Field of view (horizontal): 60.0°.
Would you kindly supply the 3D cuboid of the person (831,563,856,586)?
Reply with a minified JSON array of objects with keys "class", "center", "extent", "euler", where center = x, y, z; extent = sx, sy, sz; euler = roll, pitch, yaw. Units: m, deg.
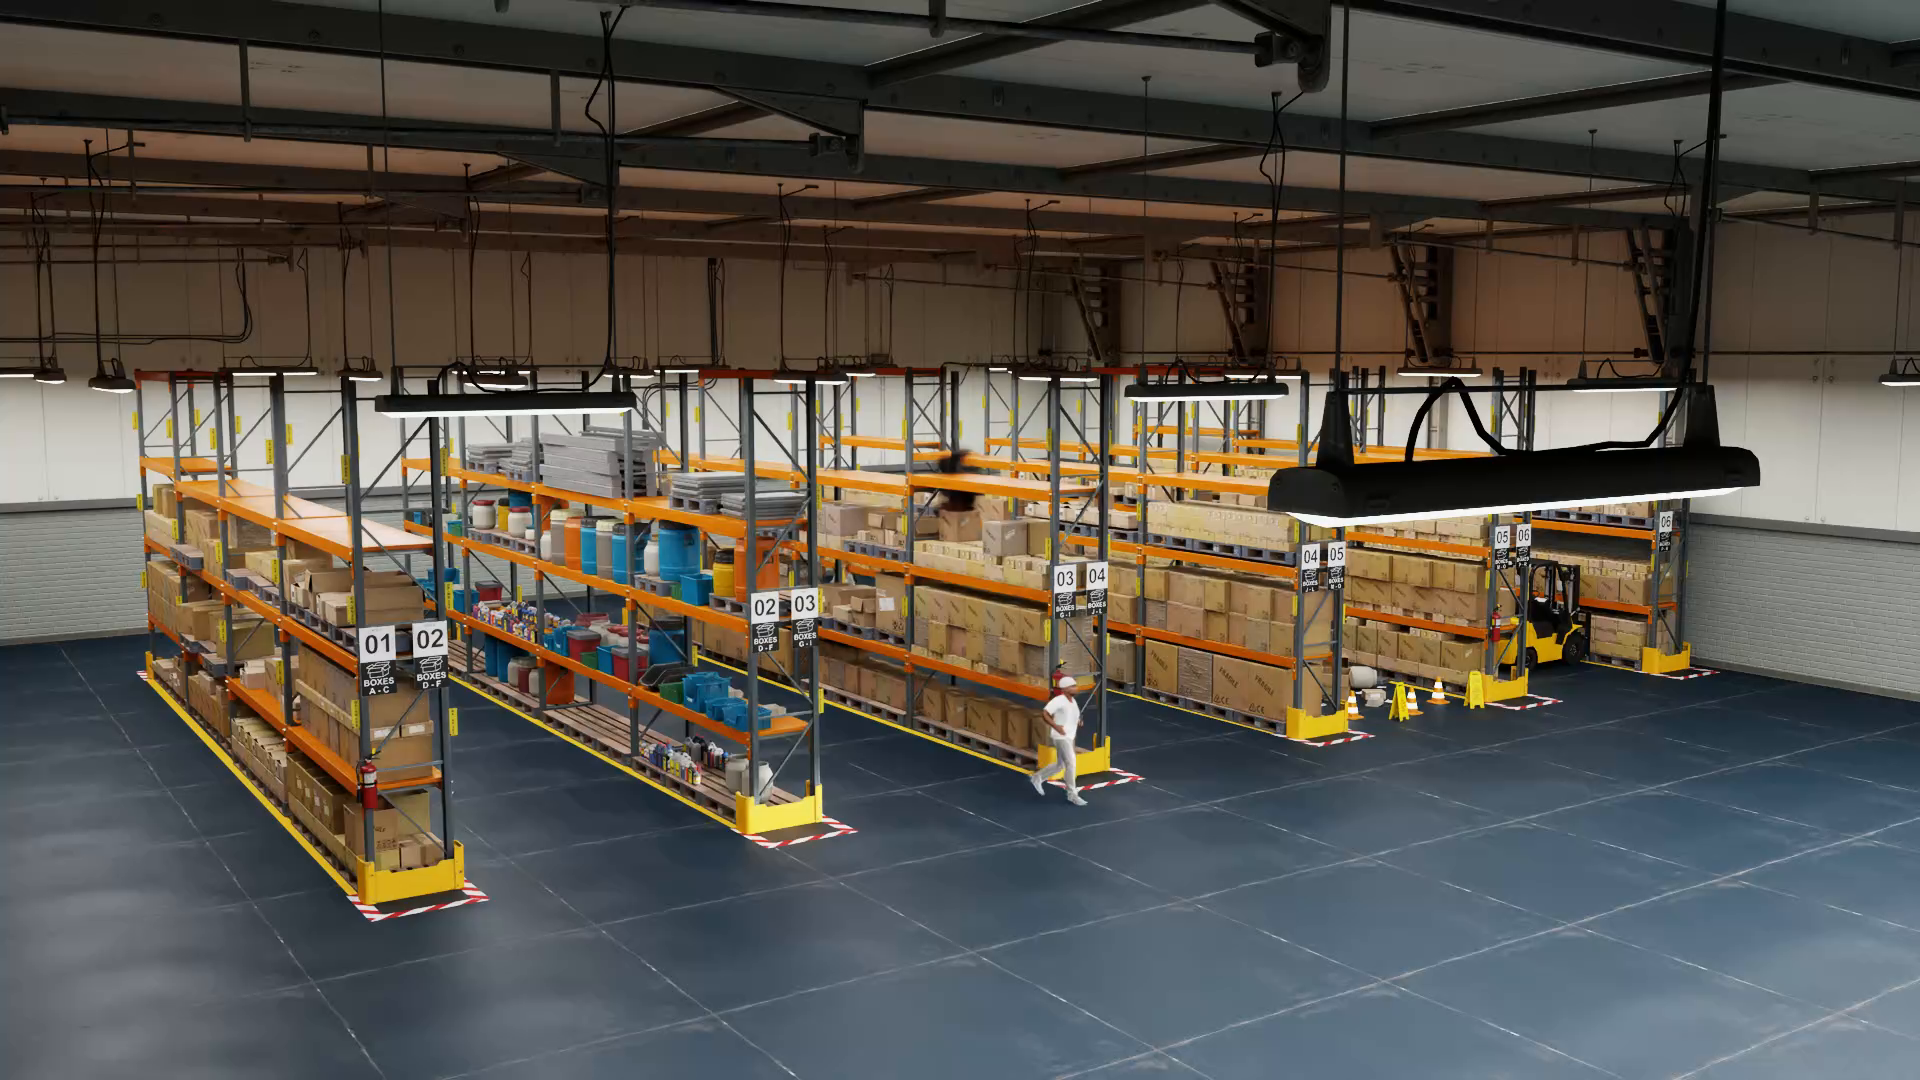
[{"class":"person","center":[-2.598,1.324,37.405],"extent":[0.513,1.643,0.733],"euler":[-4,8,-32]}]

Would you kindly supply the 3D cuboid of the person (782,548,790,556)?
[{"class":"person","center":[-4.274,0.959,40.440],"extent":[0.634,1.630,0.740],"euler":[2,7,14]}]

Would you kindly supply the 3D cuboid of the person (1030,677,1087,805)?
[{"class":"person","center":[1.462,2.813,23.639],"extent":[0.906,1.758,0.734],"euler":[3,7,25]}]
